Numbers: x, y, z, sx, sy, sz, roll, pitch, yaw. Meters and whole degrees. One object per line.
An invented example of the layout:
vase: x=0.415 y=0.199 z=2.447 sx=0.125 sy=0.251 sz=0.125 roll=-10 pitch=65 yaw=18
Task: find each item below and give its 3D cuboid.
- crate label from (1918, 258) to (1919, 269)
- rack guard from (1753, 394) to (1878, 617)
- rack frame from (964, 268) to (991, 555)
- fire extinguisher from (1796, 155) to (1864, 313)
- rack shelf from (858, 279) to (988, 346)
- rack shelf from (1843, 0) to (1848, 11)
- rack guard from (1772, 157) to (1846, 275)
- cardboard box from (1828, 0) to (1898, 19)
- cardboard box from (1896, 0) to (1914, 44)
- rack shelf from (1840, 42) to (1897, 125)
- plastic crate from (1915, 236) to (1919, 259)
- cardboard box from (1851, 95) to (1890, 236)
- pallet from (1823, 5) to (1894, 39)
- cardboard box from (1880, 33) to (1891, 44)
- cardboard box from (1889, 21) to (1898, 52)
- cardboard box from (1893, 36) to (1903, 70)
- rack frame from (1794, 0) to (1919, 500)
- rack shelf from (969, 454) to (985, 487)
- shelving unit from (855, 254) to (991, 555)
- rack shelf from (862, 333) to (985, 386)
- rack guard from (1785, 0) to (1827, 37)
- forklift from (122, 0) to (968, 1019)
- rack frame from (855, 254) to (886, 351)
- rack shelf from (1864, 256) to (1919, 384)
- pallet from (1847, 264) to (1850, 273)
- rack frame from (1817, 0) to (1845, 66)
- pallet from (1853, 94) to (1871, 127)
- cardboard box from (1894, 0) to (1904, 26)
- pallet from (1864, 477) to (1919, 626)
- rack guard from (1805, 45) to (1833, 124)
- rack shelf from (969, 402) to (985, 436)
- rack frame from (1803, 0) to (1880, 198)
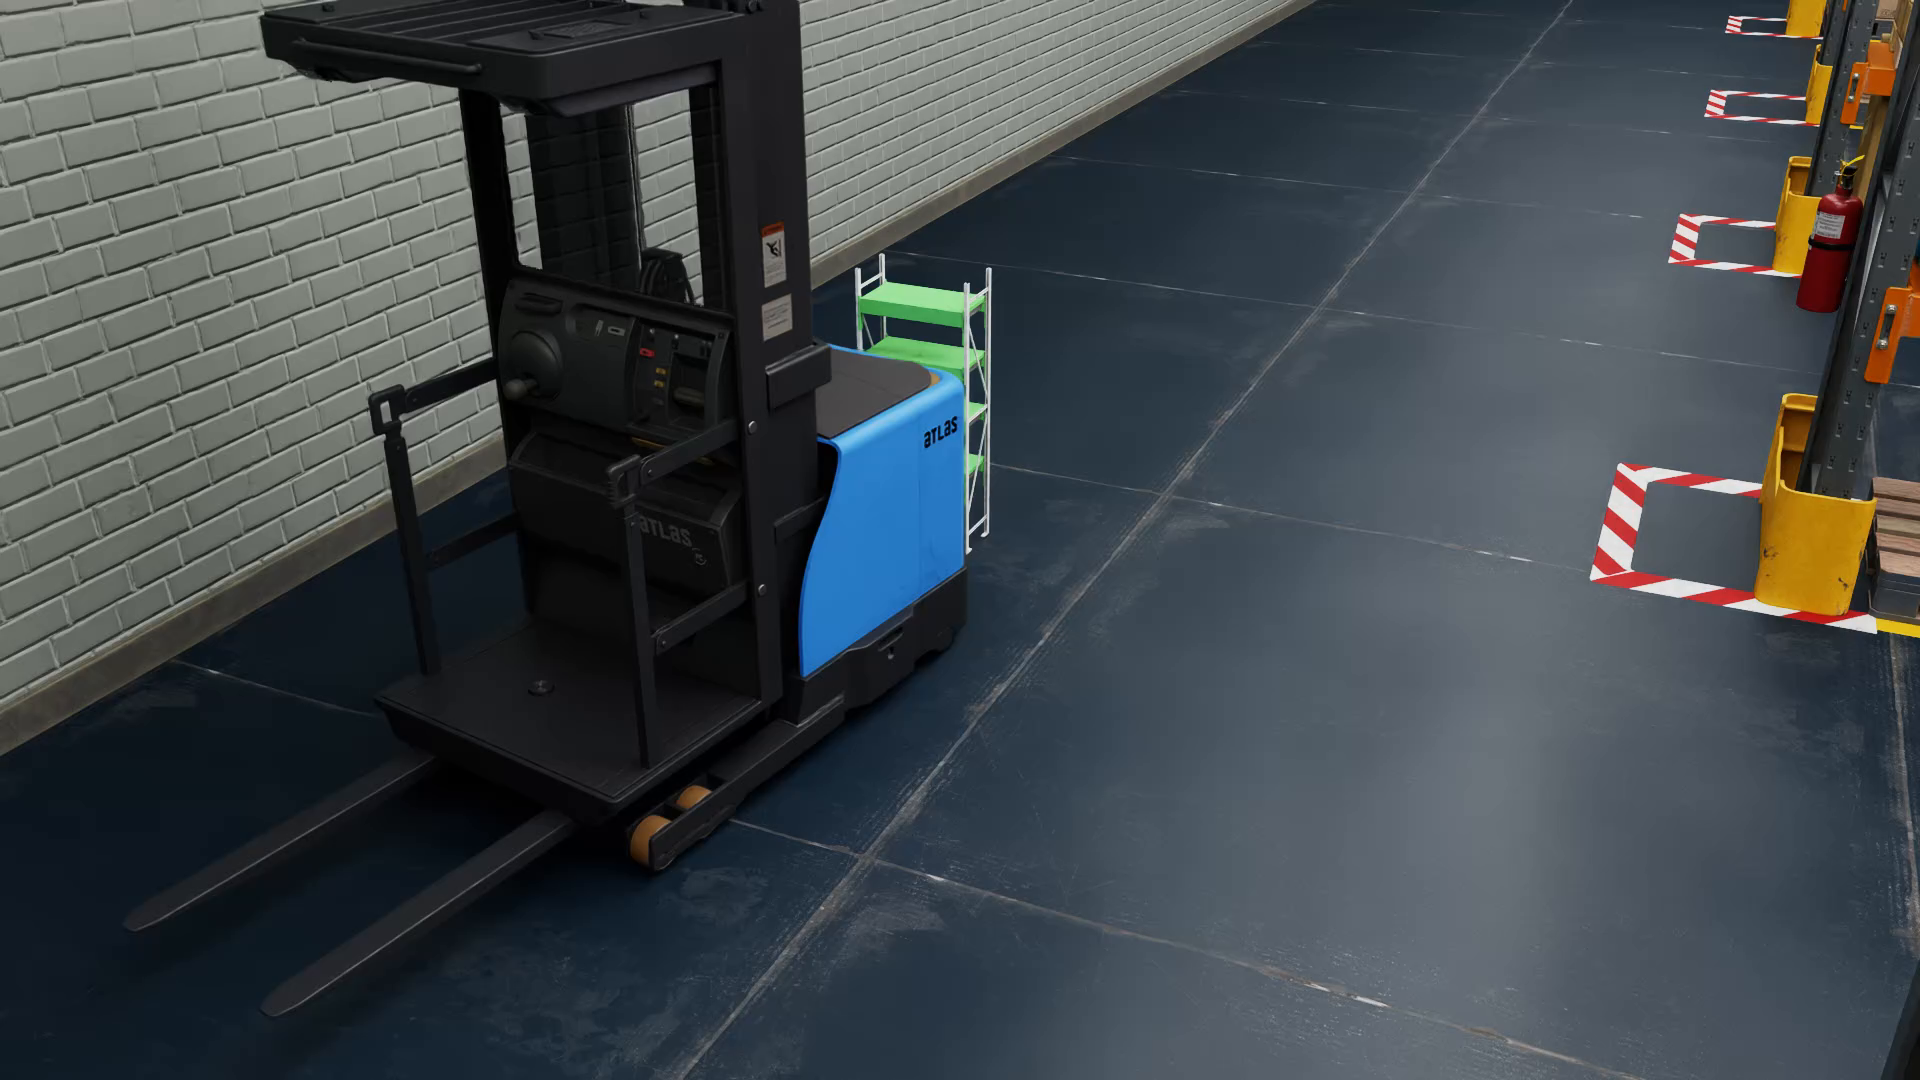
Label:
crate label: x=3.729 y=-1.071 z=6.152 sx=0.303 sy=0.233 sz=0.416 roll=11 pitch=28 yaw=22
rack guard: x=3.613 y=-0.175 z=7.039 sx=0.348 sy=0.500 sz=1.175 roll=11 pitch=28 yaw=22
rack frame: x=0.071 y=-0.524 z=6.956 sx=0.015 sy=1.200 sz=0.240 roll=11 pitch=28 yaw=22
fire extinguisher: x=3.691 y=-1.305 z=7.015 sx=0.183 sy=0.674 sz=0.296 roll=11 pitch=28 yaw=22
rack shelf: x=-0.151 y=-0.942 z=6.863 sx=0.480 sy=0.148 sz=0.258 roll=11 pitch=28 yaw=22
rack shelf: x=9.656 y=-4.576 z=13.963 sx=4.000 sy=0.370 sz=1.077 roll=11 pitch=28 yaw=22
rack guard: x=5.669 y=-2.172 z=11.095 sx=0.348 sy=0.500 sz=1.175 roll=11 pitch=28 yaw=22
cardboard box: x=10.435 y=-6.232 z=18.937 sx=0.875 sy=0.438 sz=0.875 roll=10 pitch=28 yaw=20
cardboard box: x=6.016 y=-3.159 z=10.102 sx=0.500 sy=0.250 sz=0.500 roll=11 pitch=28 yaw=20
rack shelf: x=7.511 y=-2.600 z=9.950 sx=4.000 sy=0.370 sz=1.077 roll=11 pitch=28 yaw=22
plastic crate: x=4.023 y=-1.354 z=6.496 sx=0.499 sy=0.435 sz=0.616 roll=11 pitch=28 yaw=22
cardboard box: x=6.306 y=-2.439 z=10.738 sx=0.875 sy=0.875 sz=0.875 roll=11 pitch=28 yaw=22
pallet: x=10.553 y=-5.908 z=19.010 sx=1.213 sy=0.211 sz=1.003 roll=11 pitch=28 yaw=22
cardboard box: x=8.423 y=-4.446 z=14.963 sx=0.250 sy=0.149 sz=0.380 roll=12 pitch=29 yaw=22
cardboard box: x=6.151 y=-3.243 z=10.726 sx=0.250 sy=0.149 sz=0.380 roll=12 pitch=29 yaw=23
cardboard box: x=5.877 y=-2.978 z=10.188 sx=0.250 sy=0.149 sz=0.380 roll=12 pitch=29 yaw=22
rack frame: x=3.640 y=-1.297 z=6.489 sx=0.127 sy=3.000 sz=1.000 roll=11 pitch=28 yaw=22
rack shelf: x=-0.151 y=-0.296 z=7.181 sx=0.480 sy=0.148 sz=0.258 roll=11 pitch=28 yaw=22
shelving unit: x=-0.151 y=-0.569 z=7.046 sx=0.503 sy=1.200 sz=0.258 roll=11 pitch=28 yaw=22
rack shelf: x=-0.151 y=-0.727 z=6.969 sx=0.480 sy=0.148 sz=0.258 roll=11 pitch=28 yaw=22
rack guard: x=9.771 y=-6.156 z=19.188 sx=0.348 sy=0.500 sz=1.175 roll=11 pitch=28 yaw=22
forklift: x=-1.203 y=-0.529 z=5.007 sx=1.130 sy=2.935 sz=3.031 roll=16 pitch=31 yaw=30
rack frame: x=-0.373 y=-0.613 z=7.137 sx=0.015 sy=1.200 sz=0.240 roll=11 pitch=28 yaw=22
rack shelf: x=5.461 y=-0.609 z=5.905 sx=4.000 sy=0.370 sz=1.077 roll=11 pitch=28 yaw=22
pallet: x=6.451 y=-1.923 z=10.917 sx=1.213 sy=0.211 sz=1.003 roll=11 pitch=28 yaw=22
rack frame: x=7.836 y=-5.265 z=14.547 sx=0.127 sy=3.000 sz=1.000 roll=11 pitch=28 yaw=22
pallet: x=8.630 y=-3.837 z=14.804 sx=1.213 sy=0.211 sz=1.003 roll=11 pitch=28 yaw=22
cardboard box: x=6.242 y=-3.373 z=10.538 sx=0.500 sy=0.250 sz=0.500 roll=11 pitch=28 yaw=21
pallet: x=4.375 y=0.120 z=6.767 sx=1.213 sy=0.211 sz=1.003 roll=11 pitch=28 yaw=22
rack guard: x=7.905 y=-4.129 z=15.071 sx=0.348 sy=0.500 sz=1.175 roll=11 pitch=28 yaw=22
rack shelf: x=-0.151 y=-0.511 z=7.075 sx=0.480 sy=0.148 sz=0.258 roll=11 pitch=28 yaw=22
rack frame: x=5.691 y=-3.289 z=10.534 sx=0.127 sy=3.000 sz=1.000 roll=11 pitch=28 yaw=22
